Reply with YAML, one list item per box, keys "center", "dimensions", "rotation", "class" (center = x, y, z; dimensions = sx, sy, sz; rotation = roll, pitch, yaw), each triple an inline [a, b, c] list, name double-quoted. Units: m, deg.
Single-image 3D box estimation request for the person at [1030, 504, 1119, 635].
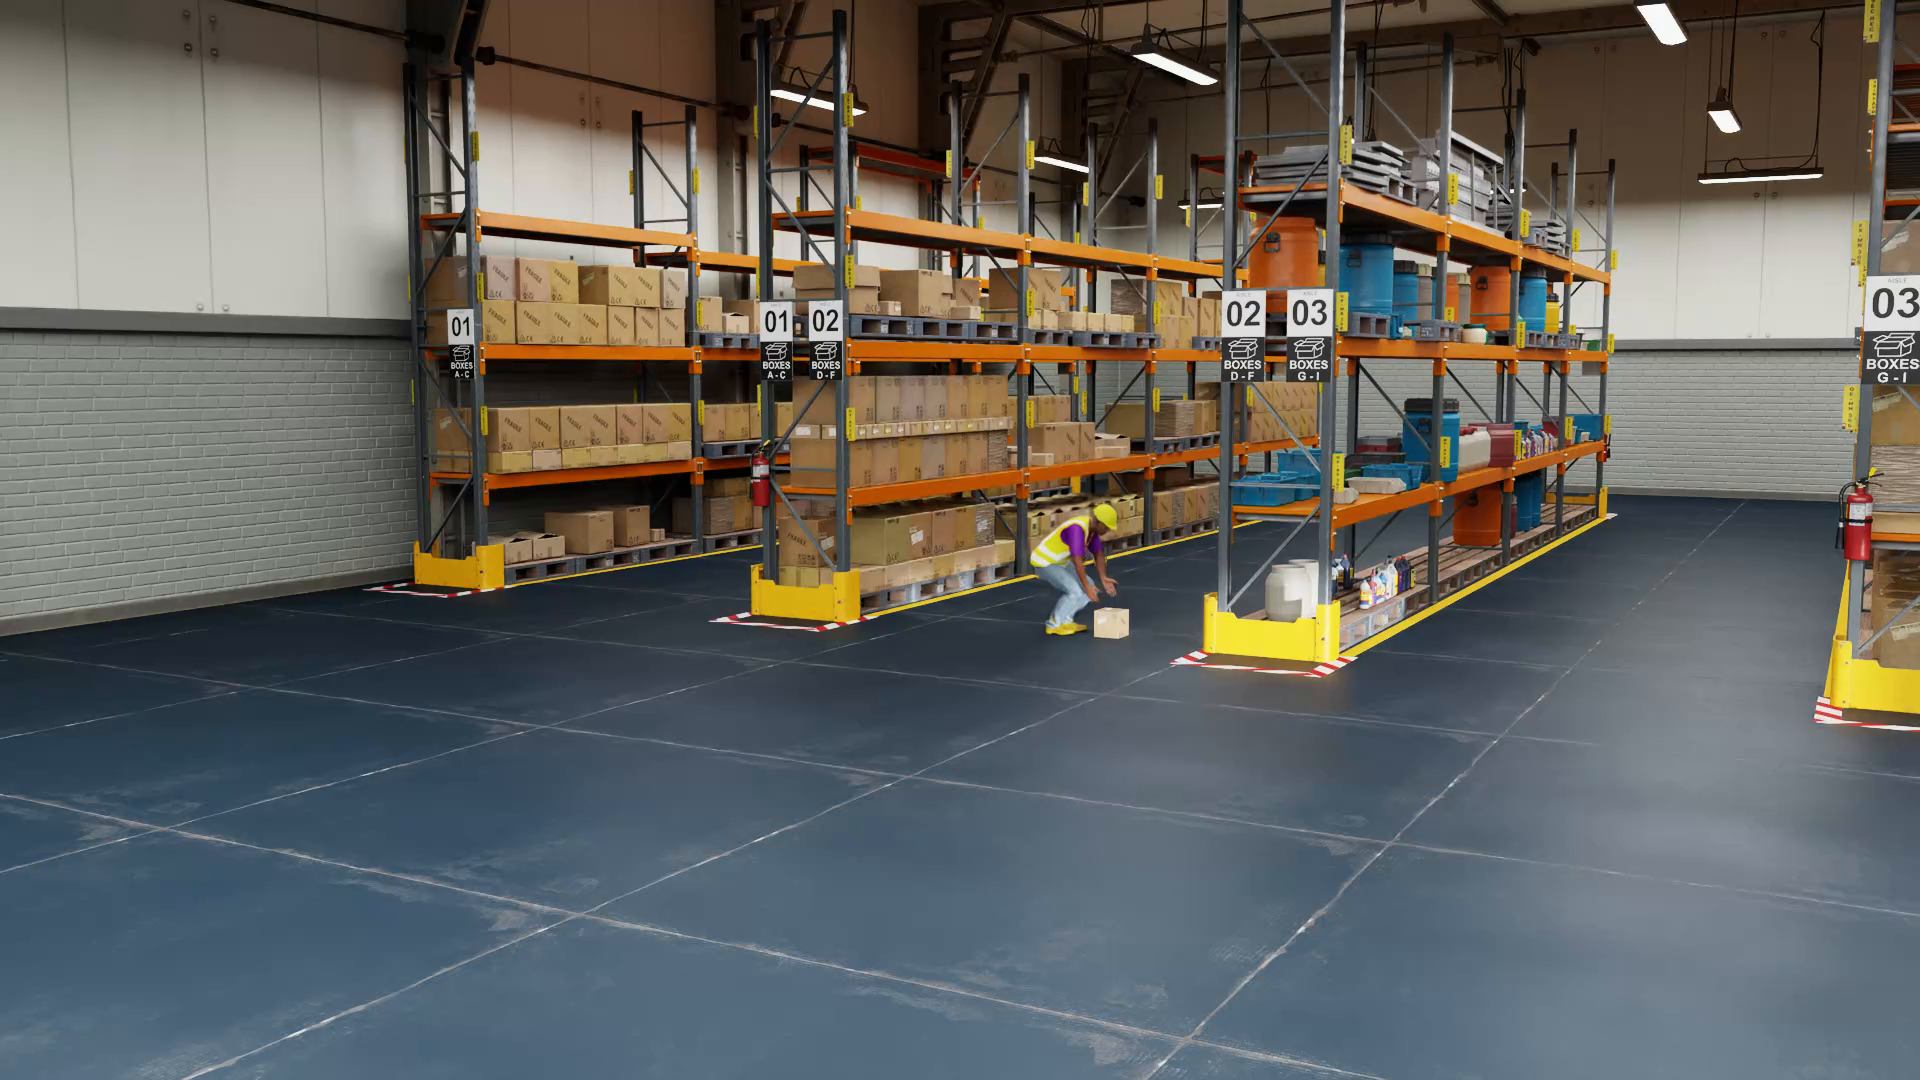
- center: [1.108, 0.267, 15.942]
  dimensions: [0.828, 1.253, 0.625]
  rotation: [3, 7, 29]
  class: "person"
